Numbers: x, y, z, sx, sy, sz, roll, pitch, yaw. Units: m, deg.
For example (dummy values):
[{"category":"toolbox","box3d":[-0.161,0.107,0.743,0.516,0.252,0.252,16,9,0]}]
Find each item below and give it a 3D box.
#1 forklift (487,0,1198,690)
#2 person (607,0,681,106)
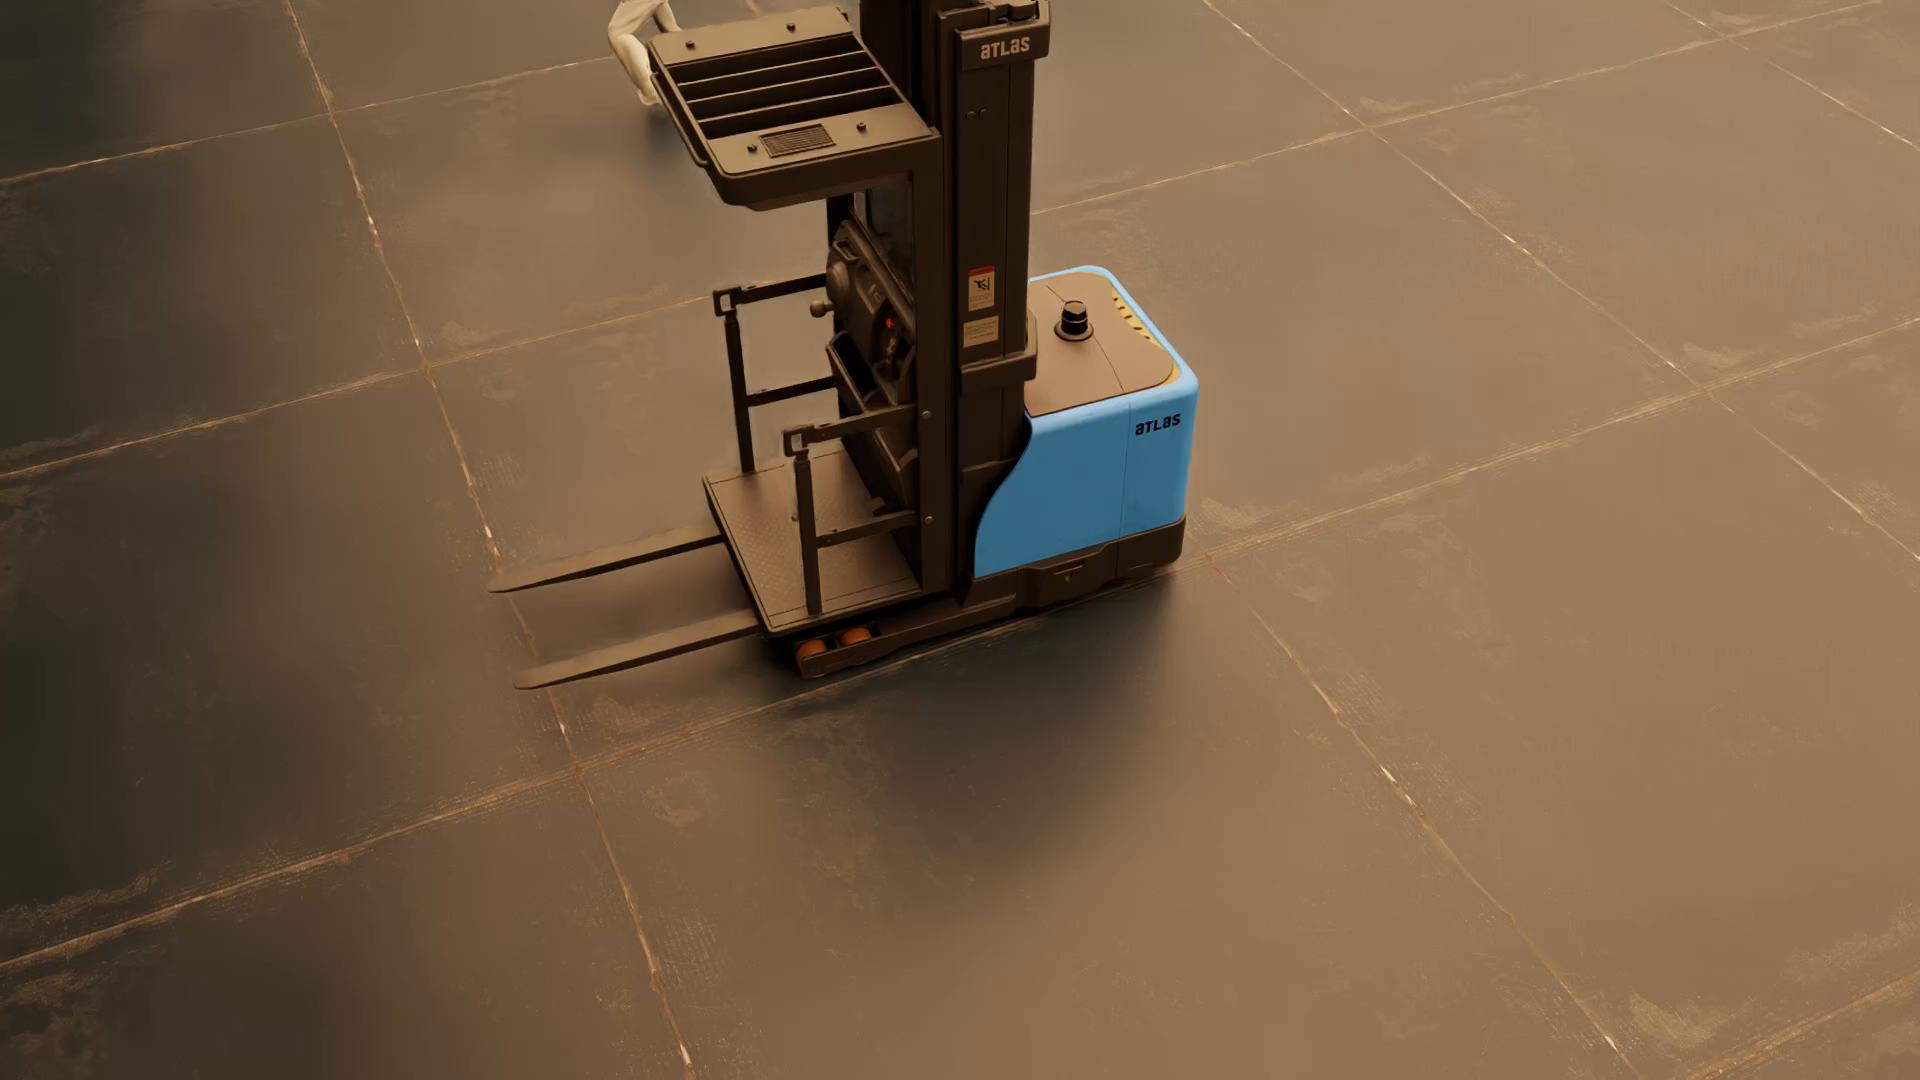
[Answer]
[{"category":"forklift","box3d":[-0.547,-0.888,6.632,3.031,2.935,1.130,-15,45,-16]},{"category":"person","box3d":[-1.937,-3.607,10.632,0.541,1.581,1.083,13,45,14]}]
